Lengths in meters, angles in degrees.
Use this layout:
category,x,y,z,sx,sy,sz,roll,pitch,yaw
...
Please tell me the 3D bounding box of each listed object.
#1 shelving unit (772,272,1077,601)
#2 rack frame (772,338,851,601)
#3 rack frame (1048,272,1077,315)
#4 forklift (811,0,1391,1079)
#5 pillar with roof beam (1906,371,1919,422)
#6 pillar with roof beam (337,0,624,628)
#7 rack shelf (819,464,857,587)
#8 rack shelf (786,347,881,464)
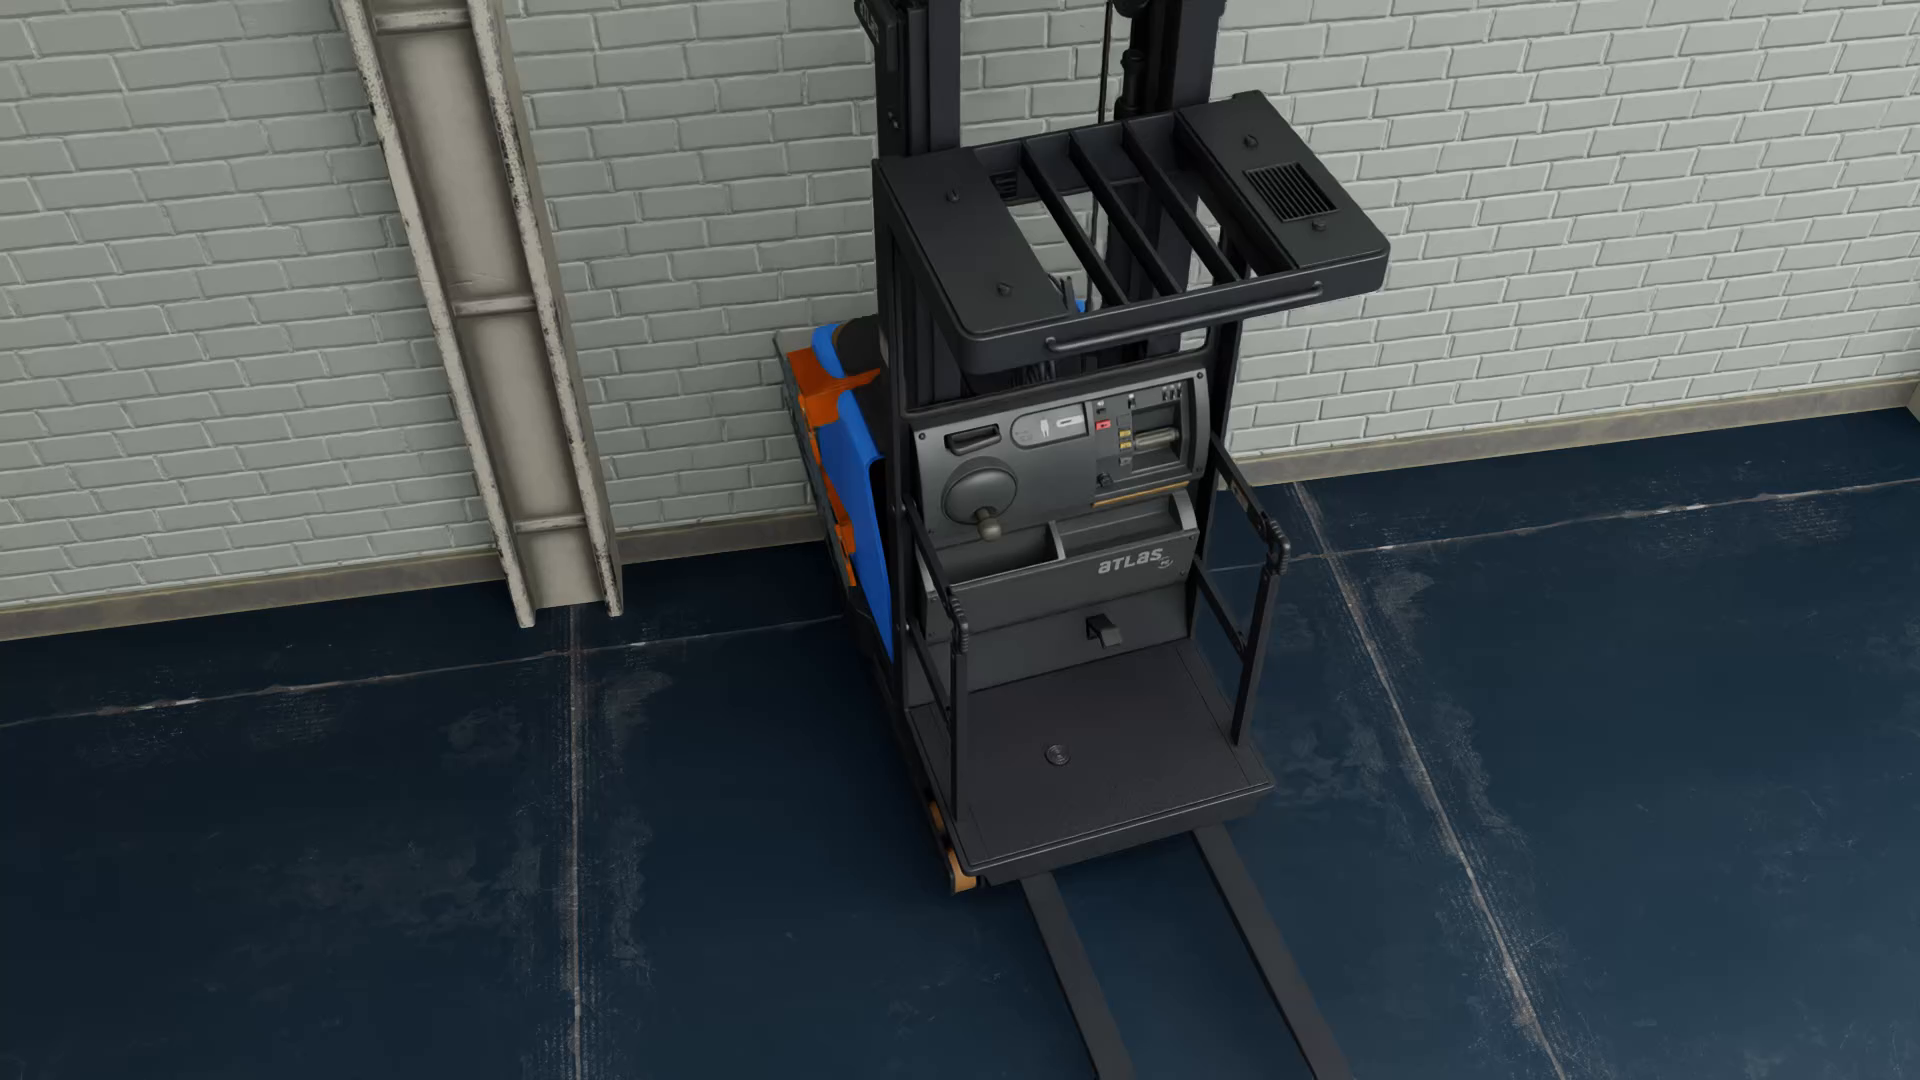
category,x,y,z,sx,sy,sz,roll,pitch,yaw
shelving unit,-0.064,-0.411,6.214,1.048,1.125,0.538,-17,32,-6
rack frame,-0.546,-0.260,6.157,0.032,1.125,0.500,-17,32,-6
rack frame,0.418,-0.562,6.270,0.032,1.125,0.500,-17,32,-6
forklift,0.384,-0.167,4.875,1.130,2.935,3.031,-13,48,-12
pillar with roof beam,5.114,-0.598,1.077,0.400,9.000,9.100,-7,46,-7
pillar with roof beam,-0.798,0.139,0.367,0.400,9.000,9.100,-7,46,-7
rack shelf,-0.016,-0.209,6.344,1.000,0.278,0.538,-17,32,-6
rack shelf,-0.121,-0.652,6.058,1.000,0.278,0.538,-17,32,-6
